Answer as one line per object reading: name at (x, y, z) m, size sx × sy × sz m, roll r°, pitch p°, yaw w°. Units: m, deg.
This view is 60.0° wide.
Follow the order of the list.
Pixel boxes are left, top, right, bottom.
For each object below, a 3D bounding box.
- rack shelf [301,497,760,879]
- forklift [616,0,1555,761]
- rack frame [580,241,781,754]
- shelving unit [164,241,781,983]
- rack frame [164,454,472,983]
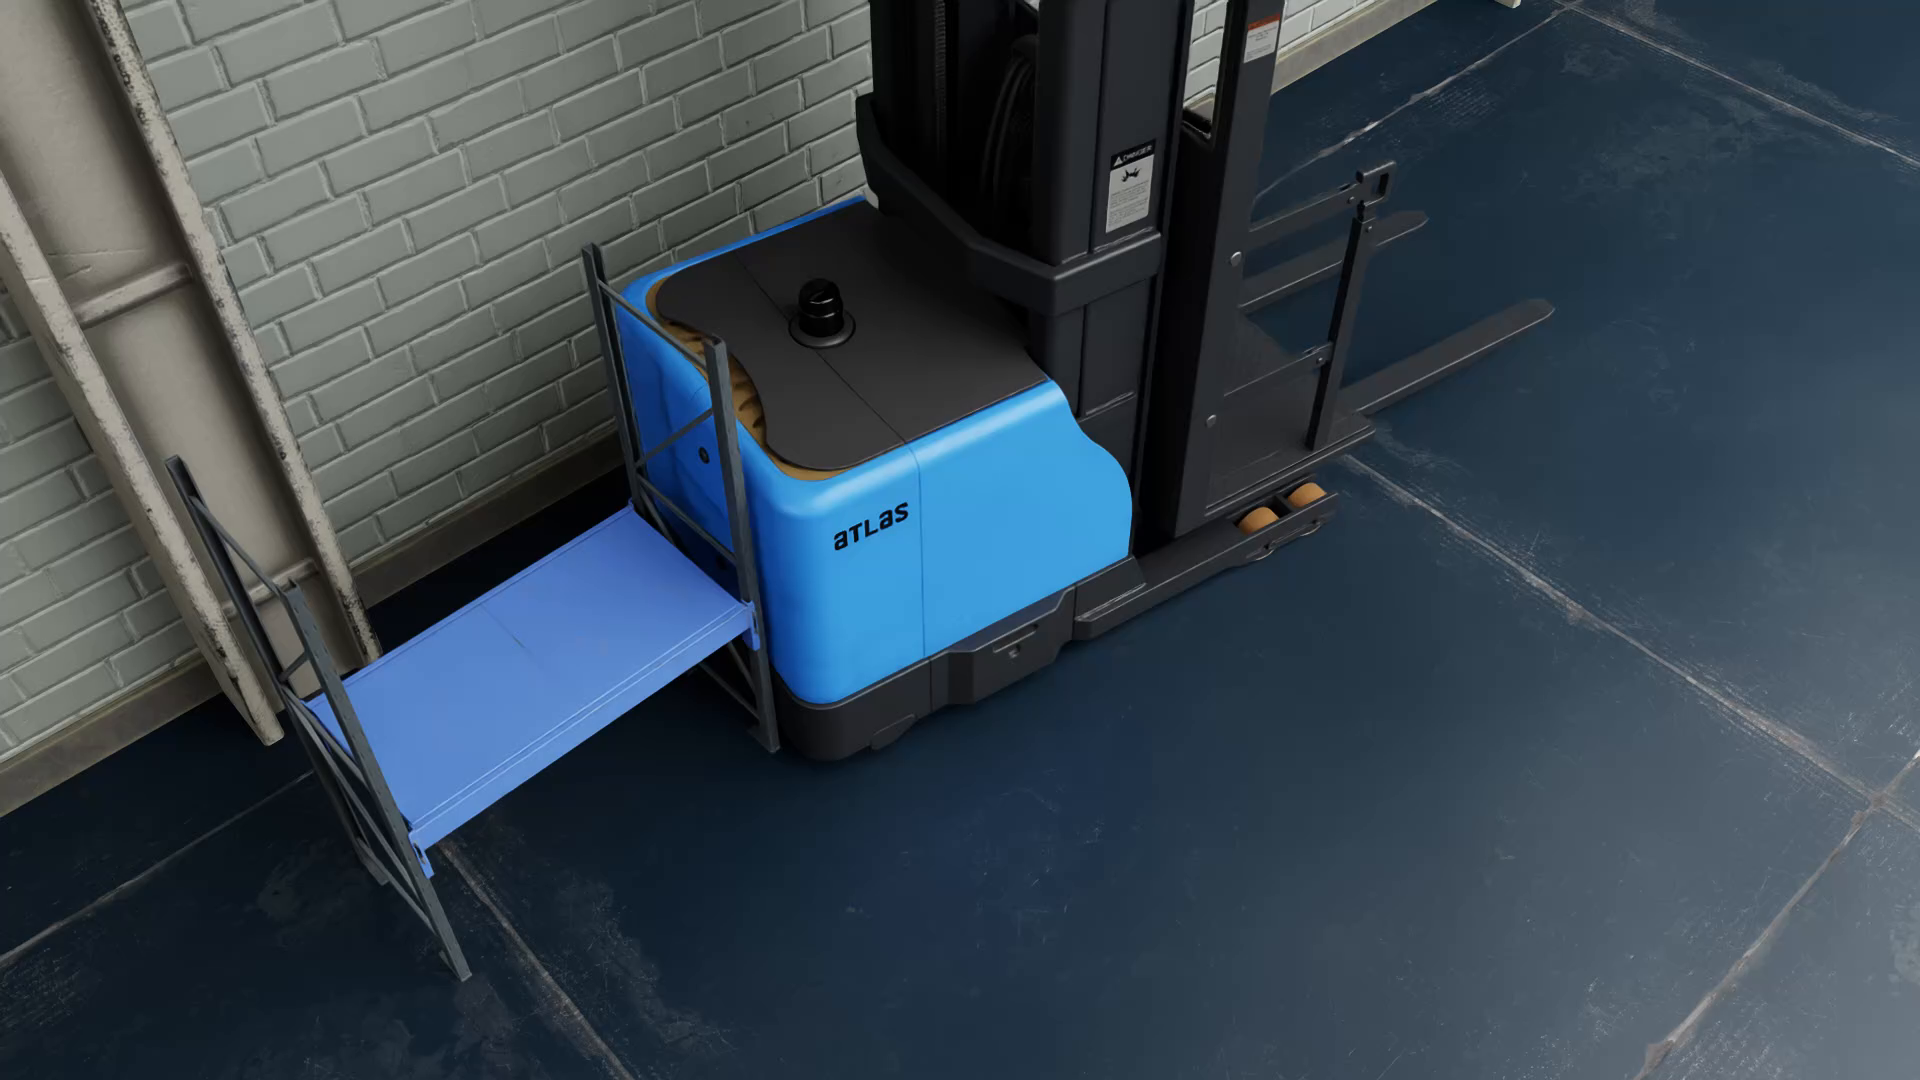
rack shelf at (-1.058, 0.337, 4.163) m, size 1.000 × 0.185 × 0.538 m, roll -35°, pitch 56°, yaw -28°
forklift at (0.584, -1.234, 4.394) m, size 3.031 × 2.935 × 1.130 m, roll -26°, pitch 52°, yaw -22°
rack frame at (-0.692, -0.044, 4.271) m, size 0.032 × 1.500 × 0.500 m, roll -35°, pitch 56°, yaw -28°
shelving unit at (-1.058, 0.215, 4.031) m, size 1.048 × 1.500 × 0.538 m, roll -35°, pitch 56°, yaw -28°
rack frame at (-1.424, 0.474, 3.792) m, size 0.032 × 1.500 × 0.500 m, roll -35°, pitch 56°, yaw -28°
